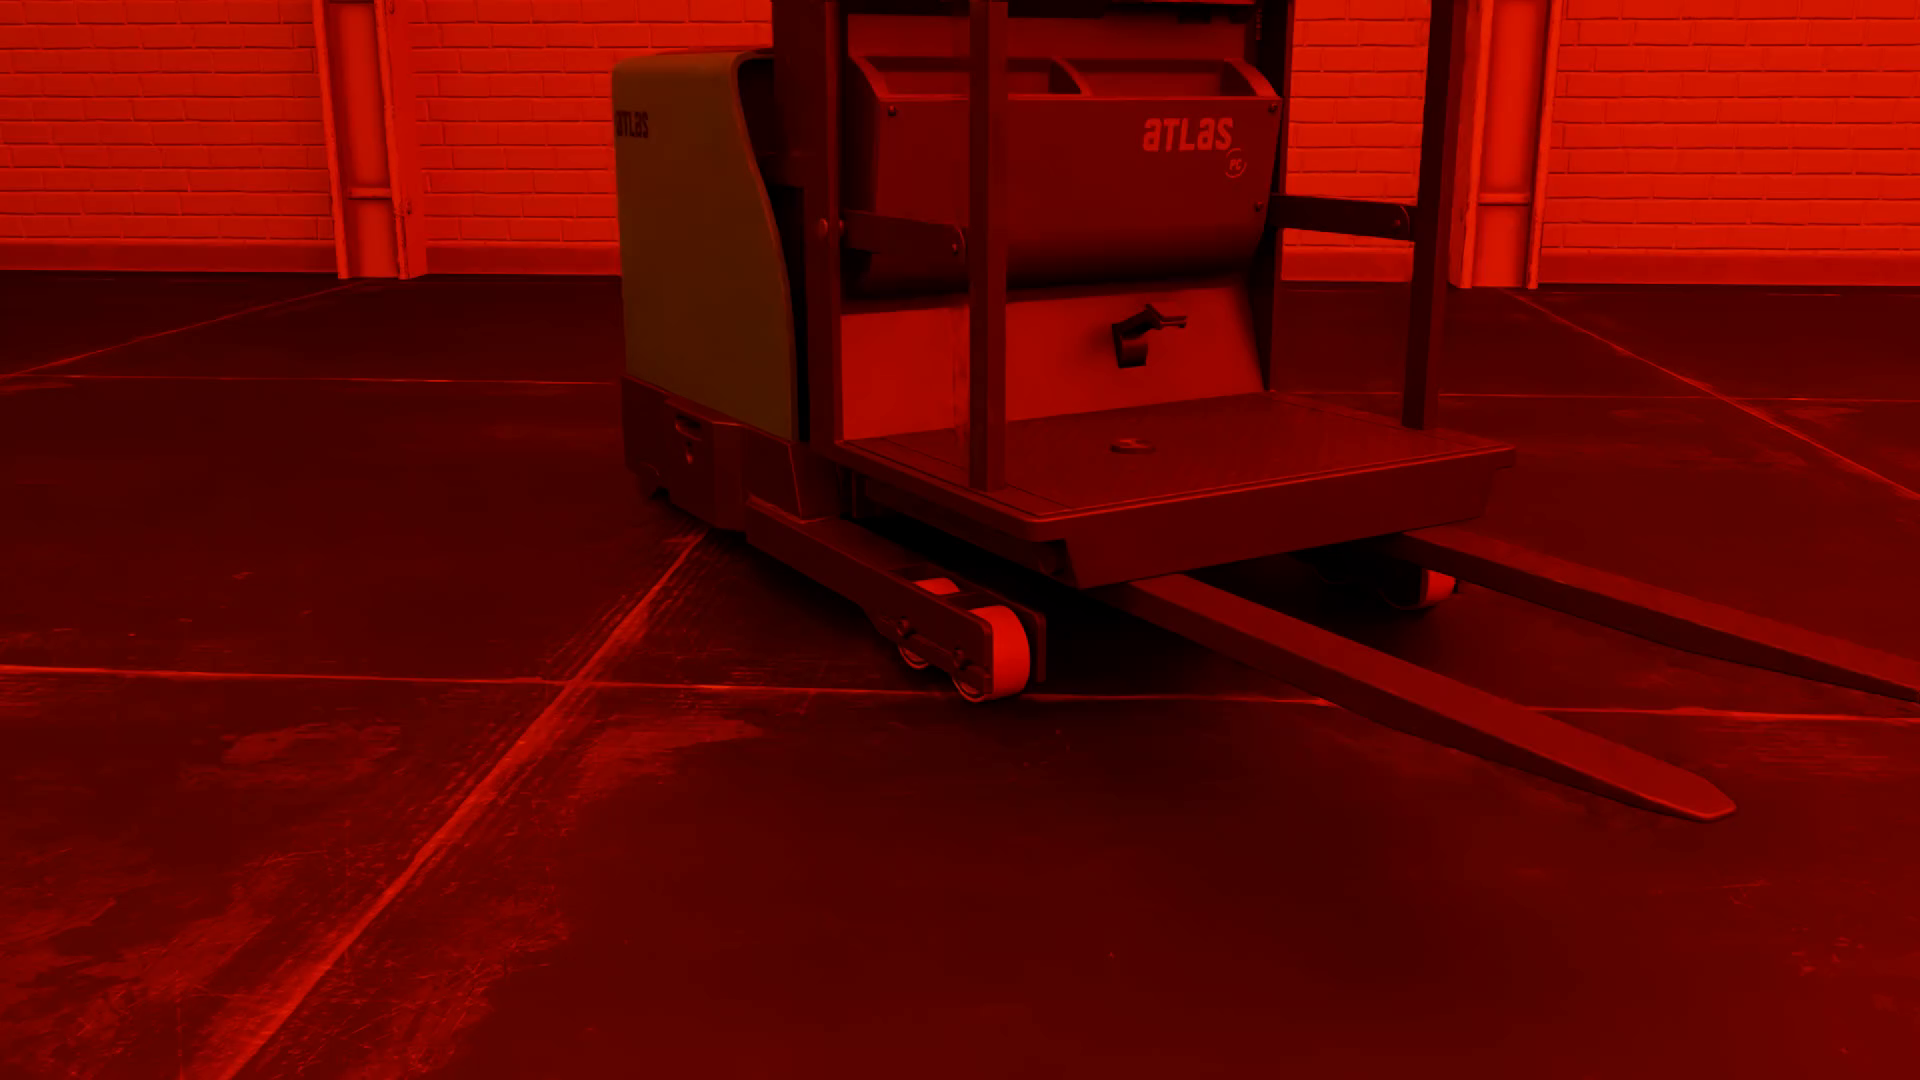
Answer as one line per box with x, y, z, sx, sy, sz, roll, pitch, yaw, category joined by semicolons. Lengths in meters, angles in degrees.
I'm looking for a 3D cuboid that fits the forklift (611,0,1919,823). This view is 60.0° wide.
0.332;-1.277;2.925;1.130;2.935;3.031;-9;18;-30;forklift
